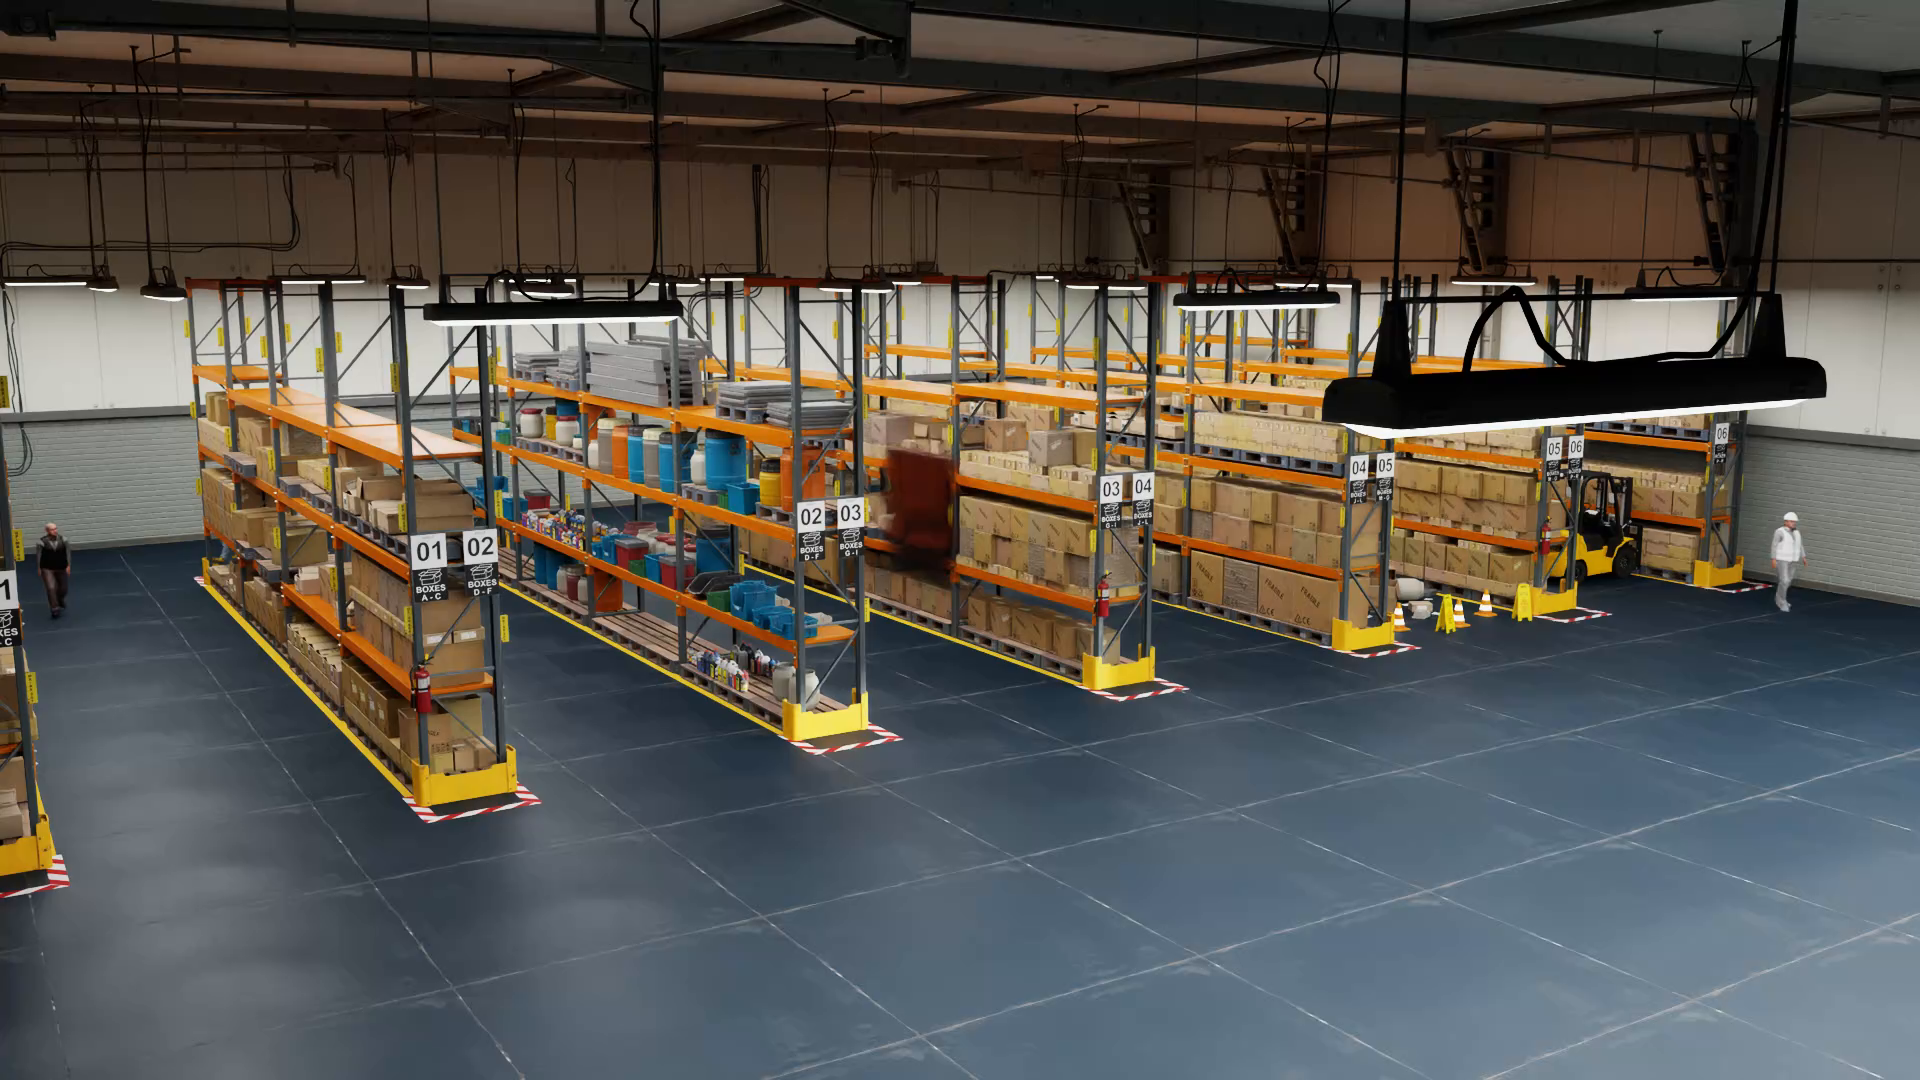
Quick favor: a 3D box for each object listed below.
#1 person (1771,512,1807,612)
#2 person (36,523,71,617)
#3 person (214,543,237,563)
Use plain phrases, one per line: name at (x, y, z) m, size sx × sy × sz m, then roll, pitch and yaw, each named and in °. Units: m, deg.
person at (15.156, 0.397, 30.443) m, size 0.585 × 1.832 × 0.548 m, roll -3°, pitch 10°, yaw -15°
person at (-16.304, 0.504, 29.933) m, size 0.548 × 1.680 × 0.948 m, roll -7°, pitch 12°, yaw -35°
person at (-15.534, -0.402, 35.165) m, size 0.584 × 1.735 × 0.928 m, roll 3°, pitch 10°, yaw 19°
